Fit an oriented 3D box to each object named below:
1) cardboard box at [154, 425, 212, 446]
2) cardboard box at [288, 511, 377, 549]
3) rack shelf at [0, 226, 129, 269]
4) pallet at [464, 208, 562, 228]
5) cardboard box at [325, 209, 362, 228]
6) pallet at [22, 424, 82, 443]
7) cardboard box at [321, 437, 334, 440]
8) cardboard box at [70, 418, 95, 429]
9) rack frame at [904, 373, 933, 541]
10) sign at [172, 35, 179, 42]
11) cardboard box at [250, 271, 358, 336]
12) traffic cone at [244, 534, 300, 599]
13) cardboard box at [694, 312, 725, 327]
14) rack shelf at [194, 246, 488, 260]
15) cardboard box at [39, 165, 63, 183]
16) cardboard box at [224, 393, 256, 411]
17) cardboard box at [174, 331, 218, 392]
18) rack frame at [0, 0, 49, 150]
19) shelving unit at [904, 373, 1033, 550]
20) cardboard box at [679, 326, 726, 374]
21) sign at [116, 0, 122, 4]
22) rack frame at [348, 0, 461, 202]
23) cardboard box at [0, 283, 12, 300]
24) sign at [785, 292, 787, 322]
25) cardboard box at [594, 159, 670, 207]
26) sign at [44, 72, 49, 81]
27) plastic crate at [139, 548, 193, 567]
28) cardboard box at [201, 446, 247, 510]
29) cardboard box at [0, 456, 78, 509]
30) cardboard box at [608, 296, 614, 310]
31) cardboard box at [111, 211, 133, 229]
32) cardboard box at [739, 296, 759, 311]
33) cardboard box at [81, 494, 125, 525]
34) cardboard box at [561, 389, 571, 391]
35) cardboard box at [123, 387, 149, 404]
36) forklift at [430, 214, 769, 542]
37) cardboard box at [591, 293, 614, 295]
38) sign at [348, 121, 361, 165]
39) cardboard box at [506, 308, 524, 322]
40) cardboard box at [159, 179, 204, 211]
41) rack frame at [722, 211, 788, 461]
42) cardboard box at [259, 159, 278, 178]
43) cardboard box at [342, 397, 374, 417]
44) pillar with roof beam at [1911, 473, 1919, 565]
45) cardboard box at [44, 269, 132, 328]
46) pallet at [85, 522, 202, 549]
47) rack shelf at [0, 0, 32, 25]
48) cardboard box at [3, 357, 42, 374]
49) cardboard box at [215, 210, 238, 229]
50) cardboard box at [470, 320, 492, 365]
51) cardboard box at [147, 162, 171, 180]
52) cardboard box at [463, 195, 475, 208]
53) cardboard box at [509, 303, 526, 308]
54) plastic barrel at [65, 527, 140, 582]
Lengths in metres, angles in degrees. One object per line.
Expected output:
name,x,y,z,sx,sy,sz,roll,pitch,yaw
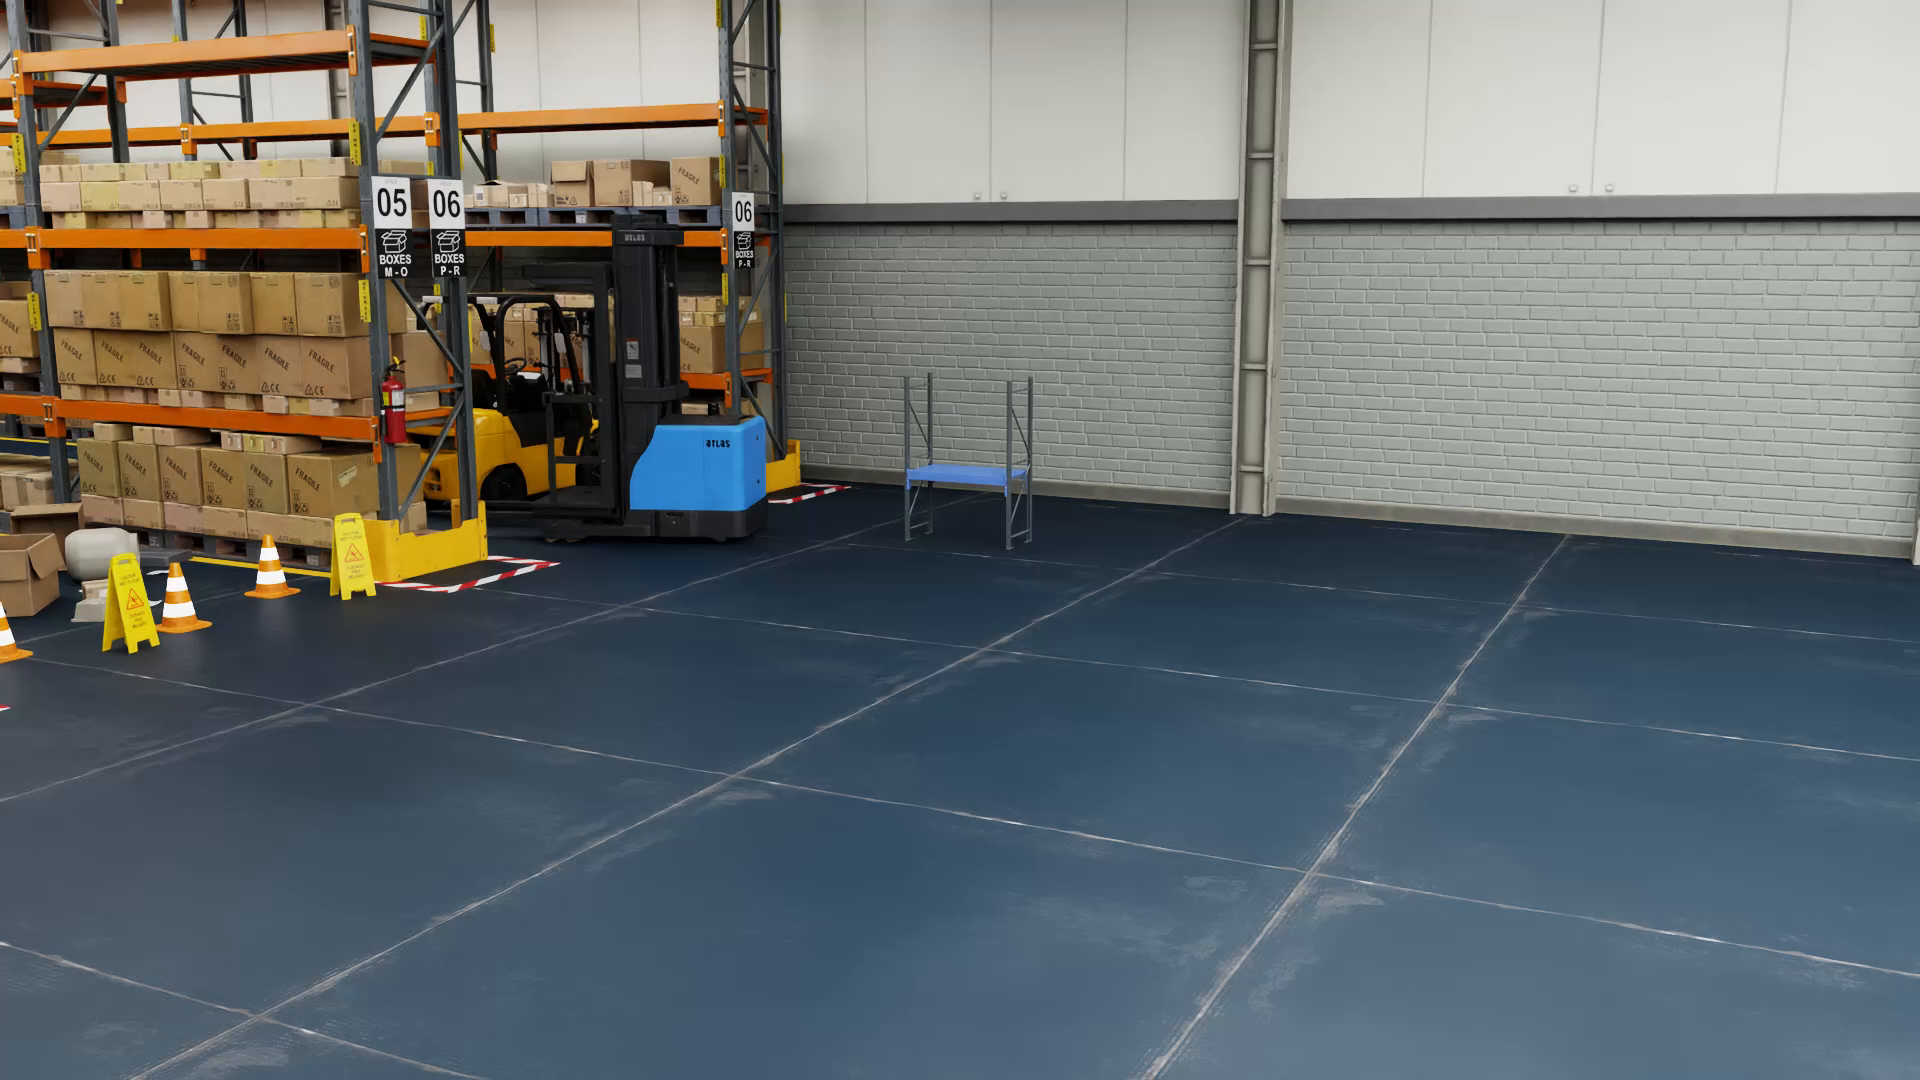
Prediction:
cardboard box,-6.784,-0.919,14.519,0.250,0.149,0.380,6,12,29
cardboard box,-5.262,-0.108,13.966,0.500,0.250,0.500,5,11,26
rack shelf,-9.777,-2.827,16.043,4.000,0.370,1.077,5,11,26
pallet,-5.015,-3.709,19.149,1.213,0.211,1.003,5,11,26
cardboard box,-4.841,-2.568,13.297,0.250,0.149,0.380,5,11,26
pallet,-12.219,-1.540,23.168,1.213,0.211,1.003,5,11,26
cardboard box,-5.936,-0.645,14.829,0.500,0.500,0.500,5,12,27
cardboard box,-11.703,-1.793,22.572,0.500,0.500,0.500,5,11,24
rack frame,-0.379,-0.771,15.301,0.032,1.500,0.500,5,11,26
sign,-9.609,-6.018,20.391,0.005,0.325,0.100,5,11,26
cardboard box,-5.402,-1.966,13.766,0.500,0.500,0.700,5,11,26
traffic cone,-5.353,0.189,12.908,0.334,0.463,0.336,5,11,26
cardboard box,-2.639,-2.376,17.852,0.250,0.149,0.380,5,11,27
rack shelf,-7.585,-3.620,20.425,4.000,0.370,1.077,5,11,26
cardboard box,-7.846,-3.215,14.634,0.250,0.149,0.380,5,11,25
cardboard box,-6.005,-1.193,14.125,0.250,0.149,0.380,5,11,25
cardboard box,-6.346,-1.549,14.272,0.500,0.500,0.500,5,11,26
rack frame,-12.965,-5.922,22.706,0.127,3.000,1.000,5,11,26
shelving unit,0.076,-0.731,15.079,1.048,1.500,0.538,5,11,26
cardboard box,-2.761,-2.071,17.989,0.500,0.500,0.500,5,11,25
sign,-7.727,-5.083,15.221,0.005,0.325,0.100,5,11,26
rack frame,-4.397,-4.184,13.099,0.127,3.000,1.000,5,11,26
cardboard box,-9.122,-2.321,15.535,0.250,0.149,0.380,5,11,24
sign,-1.953,-2.578,18.418,0.005,0.325,0.100,5,11,26
cardboard box,-3.583,-3.899,18.205,0.500,0.500,0.700,5,11,26
sign,-12.725,-6.549,23.101,0.005,0.325,0.100,5,11,26
plastic crate,-6.939,0.144,14.228,0.583,0.080,0.402,1,10,6
cardboard box,-6.150,-0.557,14.343,0.500,0.500,0.500,5,11,24
cardboard box,-9.102,-0.558,16.108,0.625,0.372,0.950,6,12,29
cardboard box,-3.807,-2.619,18.359,0.250,0.149,0.380,5,12,27
cardboard box,-7.125,-2.778,14.460,0.250,0.149,0.380,5,12,28
cardboard box,-2.411,-2.600,18.257,0.250,0.149,0.380,5,11,25
cardboard box,-7.574,-0.311,15.087,0.500,0.250,0.500,4,11,23
cardboard box,-4.803,-1.640,19.624,0.500,0.250,0.500,5,11,25
cardboard box,-7.136,-1.295,14.686,0.250,0.149,0.380,5,12,28
forklift,-3.382,-1.513,15.382,3.031,2.935,1.130,1,10,6
cardboard box,-4.024,-2.747,19.068,0.250,0.149,0.380,5,12,27
sign,-4.660,-3.056,12.806,0.005,0.325,0.100,5,11,26
cardboard box,-4.954,-2.574,18.946,0.250,0.149,0.380,5,12,27
cardboard box,-6.347,-2.897,13.998,0.500,0.250,0.500,5,11,26
rack frame,-2.204,-2.025,18.015,0.127,3.000,1.000,5,11,26
cardboard box,-5.487,-3.028,13.601,0.250,0.149,0.380,5,11,26
cardboard box,-4.827,-1.103,13.630,0.250,0.149,0.380,5,12,28
pillar with roof beam,6.427,-3.543,9.556,0.400,9.000,9.100,5,11,26
cardboard box,-7.685,-2.165,14.868,0.500,0.500,0.700,5,11,25
pallet,-7.366,-0.128,15.362,1.213,0.211,1.003,5,11,26
rack shelf,-14.759,-7.361,23.345,4.000,0.370,1.077,5,11,26
cardboard box,-8.567,-1.626,15.340,0.250,0.149,0.380,5,11,27
cardboard box,-5.977,-2.673,13.879,0.250,0.149,0.380,5,11,24
cardboard box,-5.509,-2.313,19.324,0.500,0.500,0.500,5,11,24
cardboard box,-6.654,-3.121,14.115,0.250,0.149,0.380,5,11,25
cardboard box,-5.523,-3.864,19.002,0.250,0.149,0.380,5,12,27
cardboard box,-4.944,-2.721,18.923,0.250,0.149,0.380,5,12,27
plastic barrel,-6.919,0.115,13.426,0.512,0.421,0.421,-4,11,-23
